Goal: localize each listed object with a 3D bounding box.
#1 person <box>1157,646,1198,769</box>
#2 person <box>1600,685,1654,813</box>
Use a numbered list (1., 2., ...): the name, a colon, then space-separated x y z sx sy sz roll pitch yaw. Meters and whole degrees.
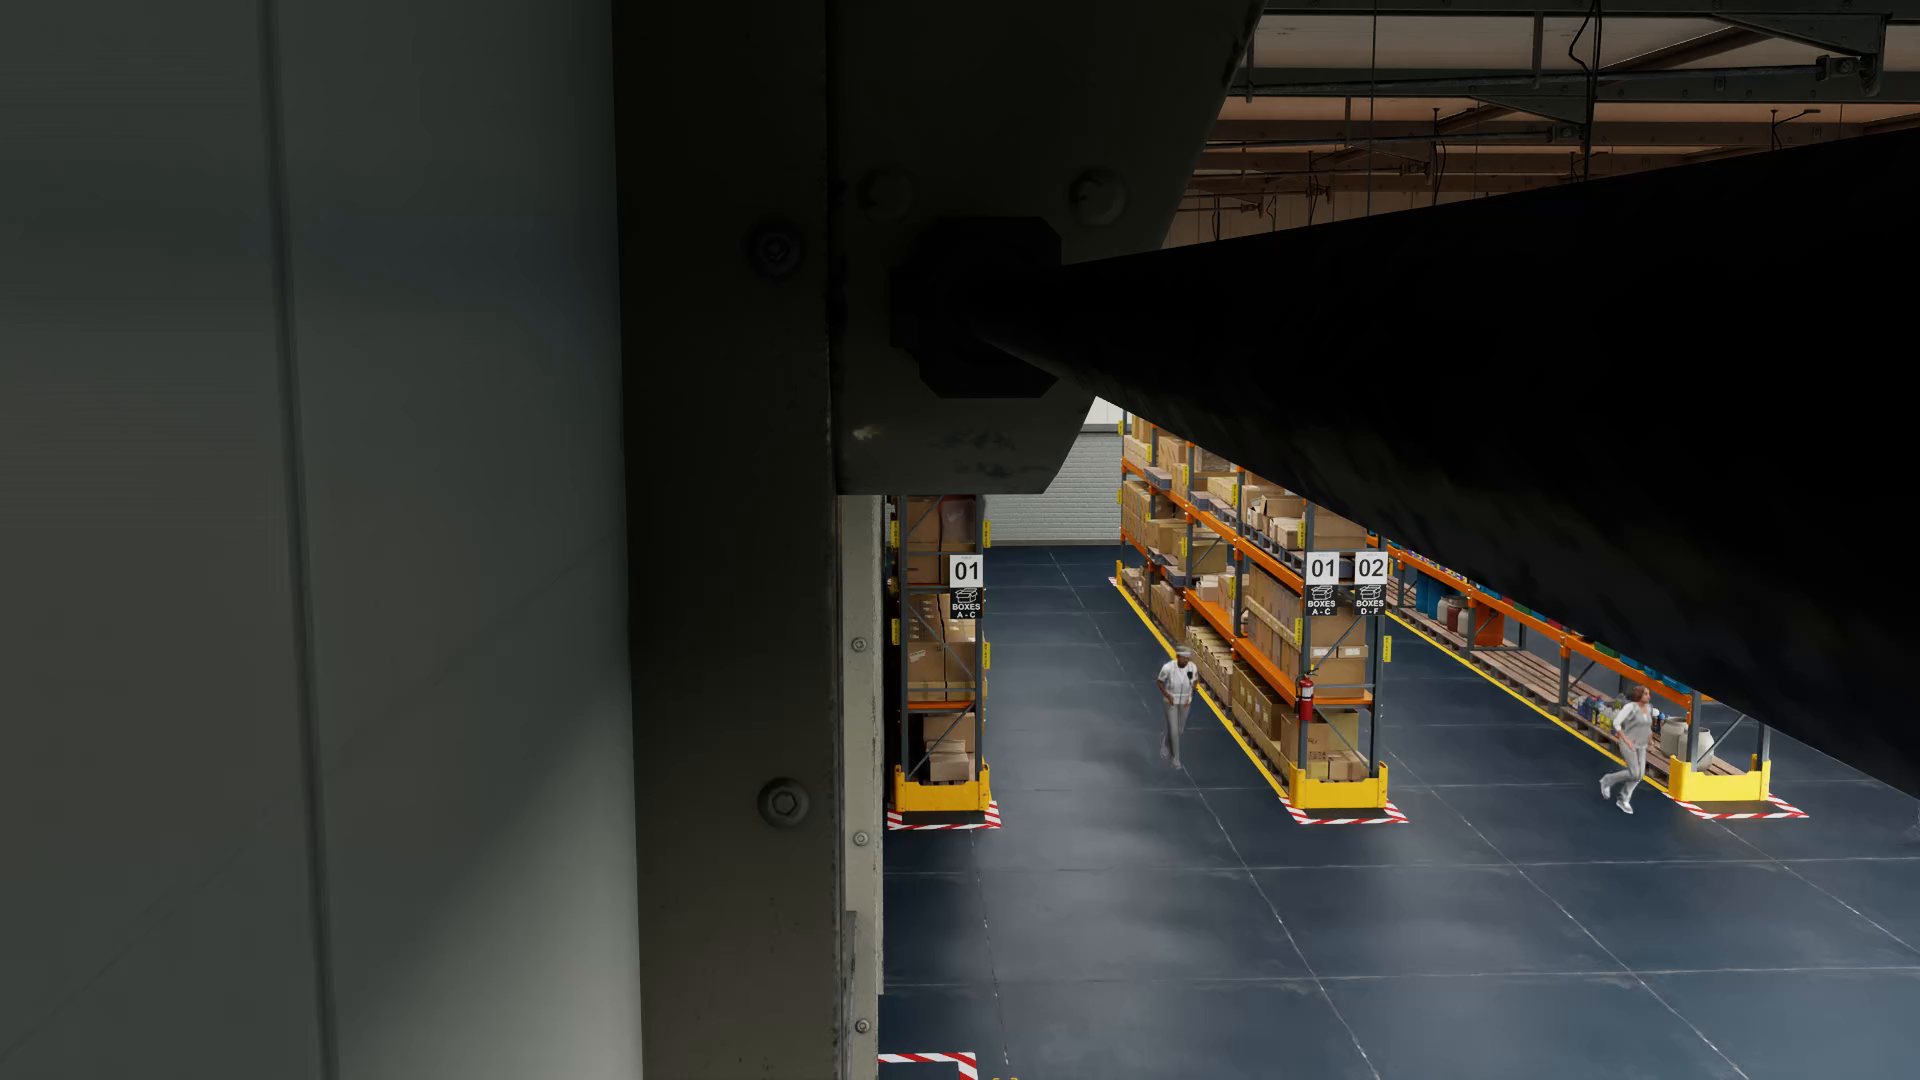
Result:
1. person: 2.793 2.109 21.546 0.544 1.631 0.777 -1 9 -10
2. person: 8.328 2.553 20.616 0.553 1.555 0.526 -4 9 -27
